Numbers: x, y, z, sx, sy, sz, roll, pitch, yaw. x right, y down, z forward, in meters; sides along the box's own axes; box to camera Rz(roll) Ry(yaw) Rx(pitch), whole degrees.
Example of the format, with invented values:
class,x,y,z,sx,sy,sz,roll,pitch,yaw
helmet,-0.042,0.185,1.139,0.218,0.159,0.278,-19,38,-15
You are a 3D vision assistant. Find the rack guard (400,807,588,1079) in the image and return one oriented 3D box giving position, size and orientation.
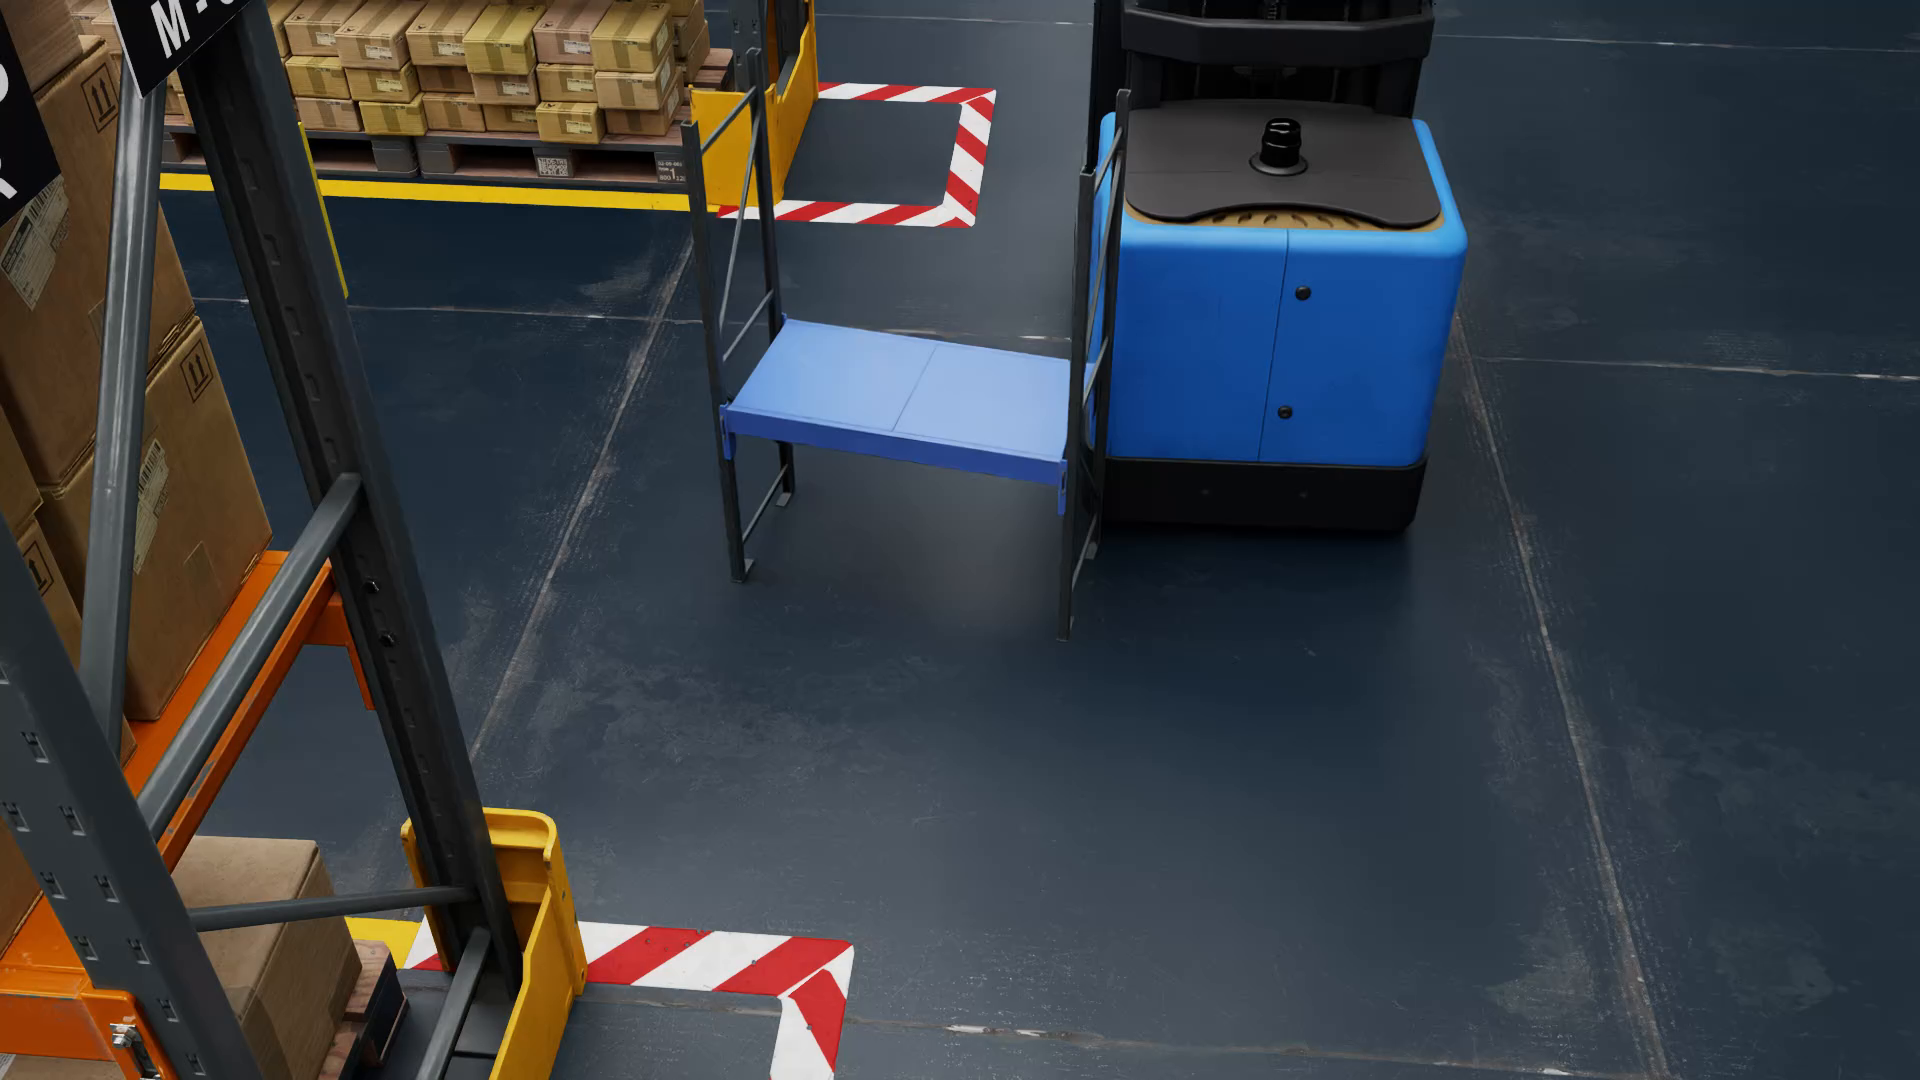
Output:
class,x,y,z,sx,sy,sz,roll,pitch,yaw
rack guard,-1.106,1.163,3.426,0.348,0.500,1.175,3,39,4

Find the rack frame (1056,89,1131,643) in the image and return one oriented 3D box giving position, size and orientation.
class,x,y,z,sx,sy,sz,roll,pitch,yaw
rack frame,0.363,-0.433,4.595,0.032,1.500,0.500,10,40,12

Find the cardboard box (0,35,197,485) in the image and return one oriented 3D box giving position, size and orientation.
class,x,y,z,sx,sy,sz,roll,pitch,yaw
cardboard box,-1.584,-0.440,2.543,0.500,0.500,0.500,2,39,3

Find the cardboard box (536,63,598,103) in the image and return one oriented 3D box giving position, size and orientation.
class,x,y,z,sx,sy,sz,roll,pitch,yaw
cardboard box,-1.610,-1.997,7.017,0.250,0.149,0.380,2,39,3

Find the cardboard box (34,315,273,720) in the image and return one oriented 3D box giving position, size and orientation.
class,x,y,z,sx,sy,sz,roll,pitch,yaw
cardboard box,-1.584,-0.054,2.861,0.500,0.500,0.500,3,39,3

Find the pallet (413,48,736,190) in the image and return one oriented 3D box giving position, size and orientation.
class,x,y,z,sx,sy,sz,roll,pitch,yaw
pallet,-1.686,-1.916,7.437,1.213,0.211,1.003,3,39,4

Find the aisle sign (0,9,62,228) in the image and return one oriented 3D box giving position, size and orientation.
class,x,y,z,sx,sy,sz,roll,pitch,yaw
aisle sign,-1.085,-0.618,1.573,0.004,0.787,0.394,3,39,4

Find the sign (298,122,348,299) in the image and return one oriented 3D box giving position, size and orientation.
class,x,y,z,sx,sy,sz,roll,pitch,yaw
sign,-1.076,-0.523,2.768,0.005,0.325,0.100,3,39,4

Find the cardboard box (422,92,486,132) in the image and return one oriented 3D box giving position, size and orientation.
class,x,y,z,sx,sy,sz,roll,pitch,yaw
cardboard box,-2.114,-1.906,7.141,0.250,0.149,0.380,4,39,4

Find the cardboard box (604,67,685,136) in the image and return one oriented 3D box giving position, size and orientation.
class,x,y,z,sx,sy,sz,roll,pitch,yaw
cardboard box,-1.346,-1.882,7.111,0.250,0.149,0.380,4,39,5

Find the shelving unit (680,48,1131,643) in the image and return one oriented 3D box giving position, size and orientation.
class,x,y,z,sx,sy,sz,roll,pitch,yaw
shelving unit,-0.127,-0.517,4.698,1.048,1.500,0.538,10,40,12

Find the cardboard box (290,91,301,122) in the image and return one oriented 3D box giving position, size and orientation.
class,x,y,z,sx,sy,sz,roll,pitch,yaw
cardboard box,-2.890,-1.969,7.218,0.250,0.149,0.380,4,39,5

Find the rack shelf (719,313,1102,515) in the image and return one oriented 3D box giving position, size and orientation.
class,x,y,z,sx,sy,sz,roll,pitch,yaw
rack shelf,-0.127,-0.378,4.811,1.000,0.185,0.538,10,40,12

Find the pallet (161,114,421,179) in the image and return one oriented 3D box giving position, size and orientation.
class,x,y,z,sx,sy,sz,roll,pitch,yaw
pallet,-2.898,-1.984,7.520,1.213,0.211,1.003,3,39,4

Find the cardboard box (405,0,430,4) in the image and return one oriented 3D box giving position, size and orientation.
class,x,y,z,sx,sy,sz,roll,pitch,yaw
cardboard box,-2.351,-2.473,7.367,0.250,0.149,0.380,5,39,6

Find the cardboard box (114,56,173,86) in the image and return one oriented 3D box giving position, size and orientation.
class,x,y,z,sx,sy,sz,roll,pitch,yaw
cardboard box,-3.409,-2.102,7.146,0.250,0.149,0.380,5,39,6

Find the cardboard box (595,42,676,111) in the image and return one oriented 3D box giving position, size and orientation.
class,x,y,z,sx,sy,sz,roll,pitch,yaw
cardboard box,-1.354,-1.949,6.958,0.250,0.149,0.380,2,39,3

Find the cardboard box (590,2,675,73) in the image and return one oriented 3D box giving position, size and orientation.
class,x,y,z,sx,sy,sz,roll,pitch,yaw
cardboard box,-1.353,-2.084,6.889,0.250,0.149,0.380,4,39,4

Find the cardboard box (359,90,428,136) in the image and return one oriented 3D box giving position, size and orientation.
class,x,y,z,sx,sy,sz,roll,pitch,yaw
cardboard box,-2.374,-1.880,7.109,0.250,0.149,0.380,1,39,2

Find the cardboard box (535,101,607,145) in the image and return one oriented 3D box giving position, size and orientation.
class,x,y,z,sx,sy,sz,roll,pitch,yaw
cardboard box,-1.611,-1.832,7.050,0.250,0.149,0.380,4,39,5

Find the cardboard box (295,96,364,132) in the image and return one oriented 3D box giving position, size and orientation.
class,x,y,z,sx,sy,sz,roll,pitch,yaw
cardboard box,-2.644,-1.908,7.143,0.250,0.149,0.380,4,39,5

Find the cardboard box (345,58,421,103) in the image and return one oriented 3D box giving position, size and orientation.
class,x,y,z,sx,sy,sz,roll,pitch,yaw
cardboard box,-2.389,-1.996,7.016,0.250,0.149,0.380,4,39,5

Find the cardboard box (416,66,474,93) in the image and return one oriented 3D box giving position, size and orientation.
class,x,y,z,sx,sy,sz,roll,pitch,yaw
cardboard box,-2.131,-2.055,7.089,0.250,0.149,0.380,3,39,3

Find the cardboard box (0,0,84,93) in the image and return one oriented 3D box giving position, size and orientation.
class,x,y,z,sx,sy,sz,roll,pitch,yaw
cardboard box,-1.460,-0.680,2.324,0.250,0.149,0.380,4,39,5

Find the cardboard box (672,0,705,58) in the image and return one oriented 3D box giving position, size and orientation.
class,x,y,z,sx,sy,sz,roll,pitch,yaw
cardboard box,-1.304,-2.289,7.377,0.250,0.149,0.380,5,39,6

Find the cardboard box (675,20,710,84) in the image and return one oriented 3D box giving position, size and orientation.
class,x,y,z,sx,sy,sz,roll,pitch,yaw
cardboard box,-1.298,-2.214,7.520,0.250,0.149,0.380,4,39,5

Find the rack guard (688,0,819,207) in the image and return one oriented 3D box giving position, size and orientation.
class,x,y,z,sx,sy,sz,roll,pitch,yaw
rack guard,-0.880,-1.962,7.264,0.348,0.500,1.175,3,39,4

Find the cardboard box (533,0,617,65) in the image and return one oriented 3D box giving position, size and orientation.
class,x,y,z,sx,sy,sz,roll,pitch,yaw
cardboard box,-1.598,-2.134,6.950,0.250,0.149,0.380,4,39,5

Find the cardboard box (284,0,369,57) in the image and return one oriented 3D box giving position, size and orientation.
class,x,y,z,sx,sy,sz,roll,pitch,yaw
cardboard box,-2.645,-2.186,7.014,0.250,0.149,0.380,2,39,2

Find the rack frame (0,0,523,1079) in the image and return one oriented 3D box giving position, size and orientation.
class,x,y,z,sx,sy,sz,roll,pitch,yaw
rack frame,-1.130,0.192,2.638,0.127,3.000,1.000,3,39,4

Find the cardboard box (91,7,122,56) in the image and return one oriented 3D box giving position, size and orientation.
class,x,y,z,sx,sy,sz,roll,pitch,yaw
cardboard box,-3.430,-2.183,7.011,0.250,0.149,0.380,4,39,5

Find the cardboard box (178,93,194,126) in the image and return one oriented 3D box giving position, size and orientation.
class,x,y,z,sx,sy,sz,roll,pitch,yaw
cardboard box,-3.158,-1.935,7.177,0.250,0.149,0.380,2,39,3

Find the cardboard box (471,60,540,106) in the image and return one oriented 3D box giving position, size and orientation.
class,x,y,z,sx,sy,sz,roll,pitch,yaw
cardboard box,-1.872,-1.976,6.991,0.250,0.149,0.380,2,39,2

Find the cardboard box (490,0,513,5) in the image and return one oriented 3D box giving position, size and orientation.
class,x,y,z,sx,sy,sz,roll,pitch,yaw
cardboard box,-2.076,-2.452,7.341,0.250,0.149,0.380,1,39,2

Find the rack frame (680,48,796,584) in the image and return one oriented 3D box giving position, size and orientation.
class,x,y,z,sx,sy,sz,roll,pitch,yaw
rack frame,-0.618,-0.601,4.801,0.032,1.500,0.500,10,40,12

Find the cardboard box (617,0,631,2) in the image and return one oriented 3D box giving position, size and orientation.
class,x,y,z,sx,sy,sz,roll,pitch,yaw
cardboard box,-1.582,-2.396,7.272,0.250,0.149,0.380,4,39,5

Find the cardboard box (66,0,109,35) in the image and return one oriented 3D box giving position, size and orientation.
class,x,y,z,sx,sy,sz,roll,pitch,yaw
cardboard box,-3.676,-2.249,7.091,0.250,0.149,0.380,2,39,3

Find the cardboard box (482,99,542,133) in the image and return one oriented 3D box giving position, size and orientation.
class,x,y,z,sx,sy,sz,roll,pitch,yaw
cardboard box,-1.867,-1.900,7.134,0.250,0.149,0.380,3,39,4

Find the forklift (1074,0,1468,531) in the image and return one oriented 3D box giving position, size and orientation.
class,x,y,z,sx,sy,sz,roll,pitch,yaw
forklift,0.997,-2.078,5.482,1.130,2.935,3.031,2,39,3

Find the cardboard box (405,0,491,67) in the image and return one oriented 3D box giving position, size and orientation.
class,x,y,z,sx,sy,sz,roll,pitch,yaw
cardboard box,-2.120,-2.122,6.936,0.250,0.149,0.380,2,39,2

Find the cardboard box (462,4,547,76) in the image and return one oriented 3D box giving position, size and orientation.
class,x,y,z,sx,sy,sz,roll,pitch,yaw
cardboard box,-1.867,-2.068,6.869,0.250,0.149,0.380,2,39,3

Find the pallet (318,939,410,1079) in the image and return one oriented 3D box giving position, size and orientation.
class,x,y,z,sx,sy,sz,roll,pitch,yaw
pallet,-1.934,1.279,3.512,1.213,0.211,1.003,3,39,4

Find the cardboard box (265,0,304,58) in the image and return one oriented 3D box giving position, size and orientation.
class,x,y,z,sx,sy,sz,roll,pitch,yaw
cardboard box,-2.909,-2.182,7.010,0.250,0.149,0.380,3,39,4

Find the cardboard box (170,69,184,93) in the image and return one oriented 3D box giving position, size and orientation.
class,x,y,z,sx,sy,sz,roll,pitch,yaw
cardboard box,-3.163,-2.049,7.081,0.250,0.149,0.380,3,39,3

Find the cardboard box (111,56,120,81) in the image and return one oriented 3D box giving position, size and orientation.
class,x,y,z,sx,sy,sz,roll,pitch,yaw
cardboard box,-3.681,-2.132,7.183,0.250,0.149,0.380,1,39,2

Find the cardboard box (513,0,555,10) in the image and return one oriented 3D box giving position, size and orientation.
class,x,y,z,sx,sy,sz,roll,pitch,yaw
cardboard box,-1.821,-2.491,7.388,0.250,0.149,0.380,3,39,4

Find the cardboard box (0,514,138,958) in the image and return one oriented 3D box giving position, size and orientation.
class,x,y,z,sx,sy,sz,roll,pitch,yaw
cardboard box,-1.634,0.293,2.434,0.500,0.500,0.500,3,39,4

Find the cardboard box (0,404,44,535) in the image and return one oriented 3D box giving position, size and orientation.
class,x,y,z,sx,sy,sz,roll,pitch,yaw
cardboard box,-1.631,-0.111,2.139,0.500,0.500,0.500,4,39,5

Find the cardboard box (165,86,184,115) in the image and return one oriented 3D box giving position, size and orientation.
class,x,y,z,sx,sy,sz,roll,pitch,yaw
cardboard box,-3.408,-2.010,7.269,0.250,0.149,0.380,2,39,2

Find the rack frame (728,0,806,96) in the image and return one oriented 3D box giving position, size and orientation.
class,x,y,z,sx,sy,sz,roll,pitch,yaw
rack frame,-0.804,-2.927,6.470,0.127,3.000,1.000,3,39,4

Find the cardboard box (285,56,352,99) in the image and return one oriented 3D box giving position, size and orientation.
class,x,y,z,sx,sy,sz,roll,pitch,yaw
cardboard box,-2.643,-2.022,7.048,0.250,0.149,0.380,5,39,6

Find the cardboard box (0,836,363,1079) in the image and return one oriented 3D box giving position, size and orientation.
class,x,y,z,sx,sy,sz,roll,pitch,yaw
cardboard box,-1.796,1.050,3.281,0.875,0.438,0.875,2,39,2

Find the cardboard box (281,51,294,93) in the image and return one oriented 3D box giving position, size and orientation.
class,x,y,z,sx,sy,sz,roll,pitch,yaw
cardboard box,-2.920,-2.019,7.045,0.250,0.149,0.380,4,39,4

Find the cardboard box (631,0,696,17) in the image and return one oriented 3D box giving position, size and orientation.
class,x,y,z,sx,sy,sz,roll,pitch,yaw
cardboard box,-1.297,-2.457,7.347,0.250,0.149,0.380,1,39,2

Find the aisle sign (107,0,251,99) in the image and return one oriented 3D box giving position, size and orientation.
class,x,y,z,sx,sy,sz,roll,pitch,yaw
aisle sign,-1.034,-0.995,2.037,0.004,0.787,0.394,3,39,4

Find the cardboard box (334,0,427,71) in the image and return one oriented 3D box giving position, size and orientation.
class,x,y,z,sx,sy,sz,roll,pitch,yaw
cardboard box,-2.392,-2.102,6.911,0.250,0.149,0.380,5,39,6

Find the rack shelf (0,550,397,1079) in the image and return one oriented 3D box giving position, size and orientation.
class,x,y,z,sx,sy,sz,roll,pitch,yaw
rack shelf,-3.123,0.362,2.999,4.000,0.370,1.077,3,39,4
